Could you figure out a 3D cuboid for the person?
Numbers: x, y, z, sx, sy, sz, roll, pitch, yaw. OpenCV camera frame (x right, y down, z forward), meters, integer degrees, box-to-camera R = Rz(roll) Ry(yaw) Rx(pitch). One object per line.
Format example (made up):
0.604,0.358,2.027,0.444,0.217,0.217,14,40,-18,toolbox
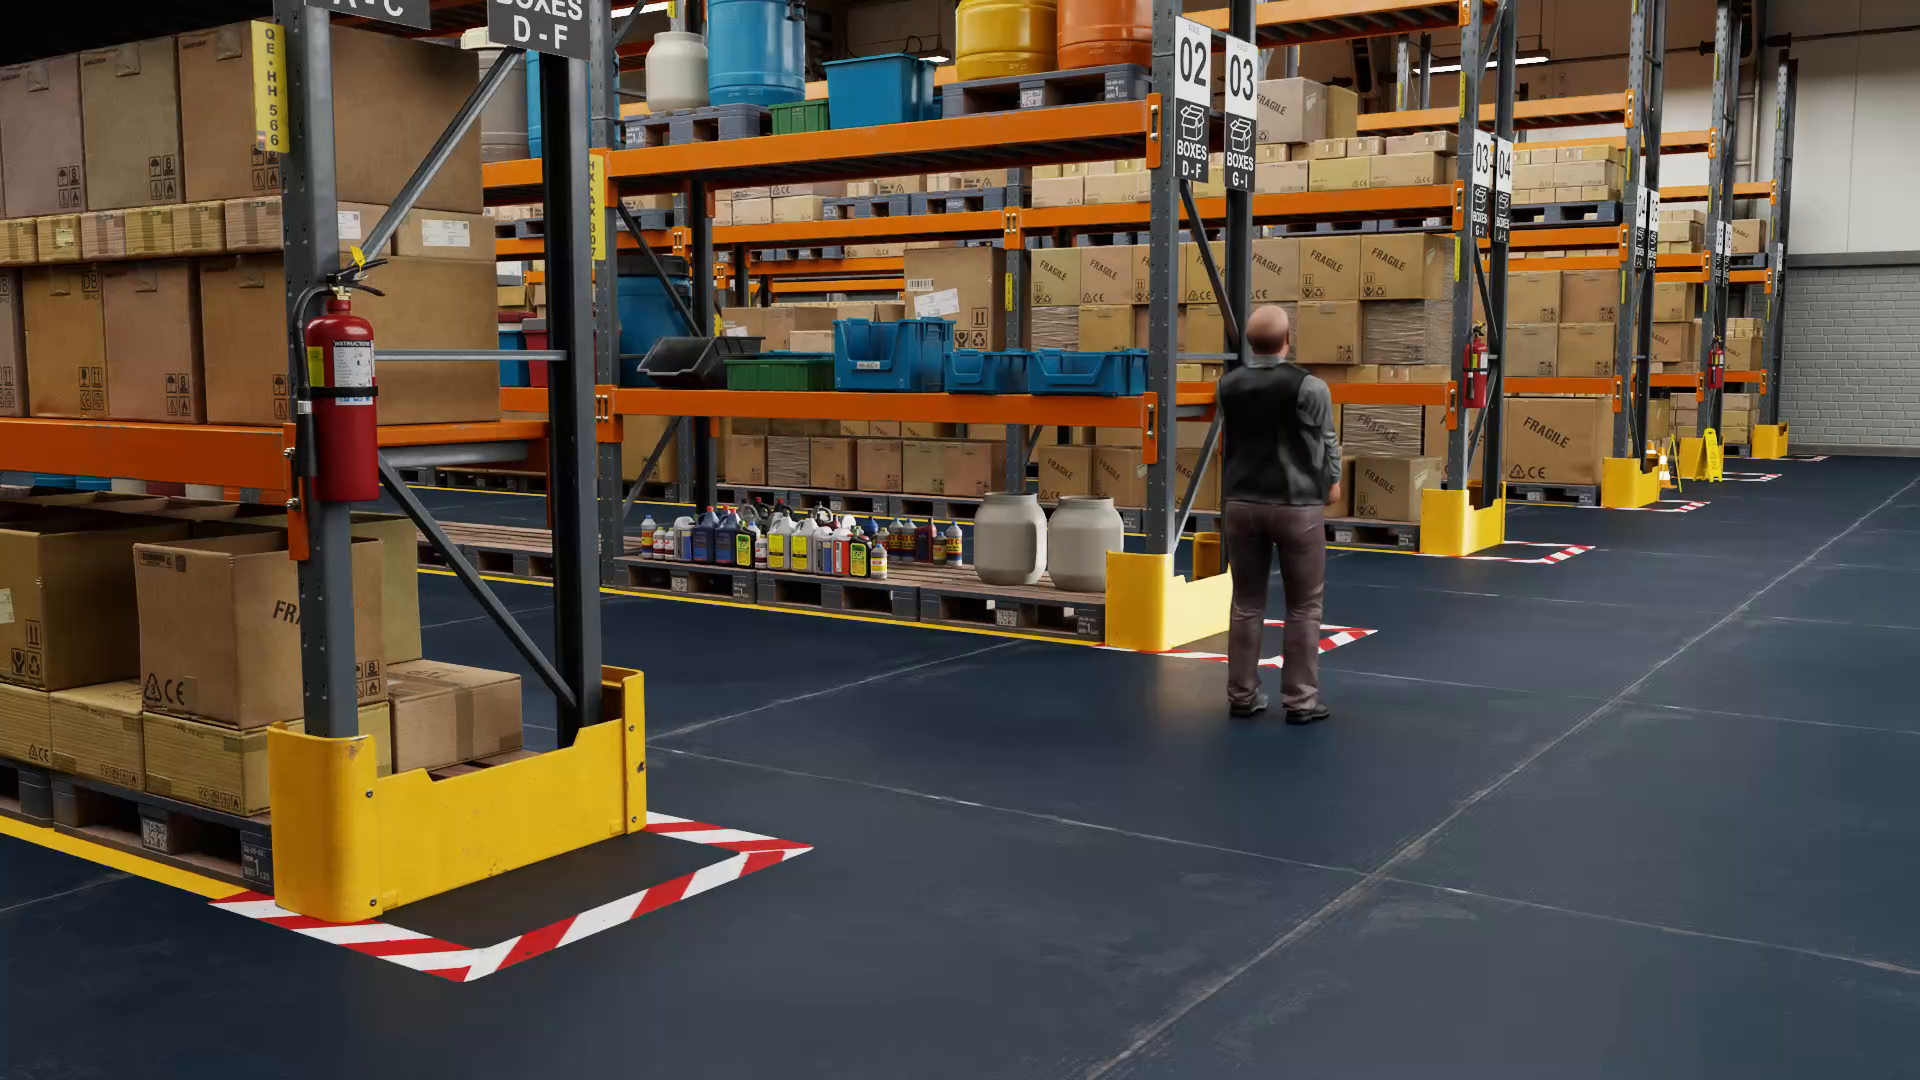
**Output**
1.348,-0.118,6.978,0.498,1.716,0.550,4,7,33,person
